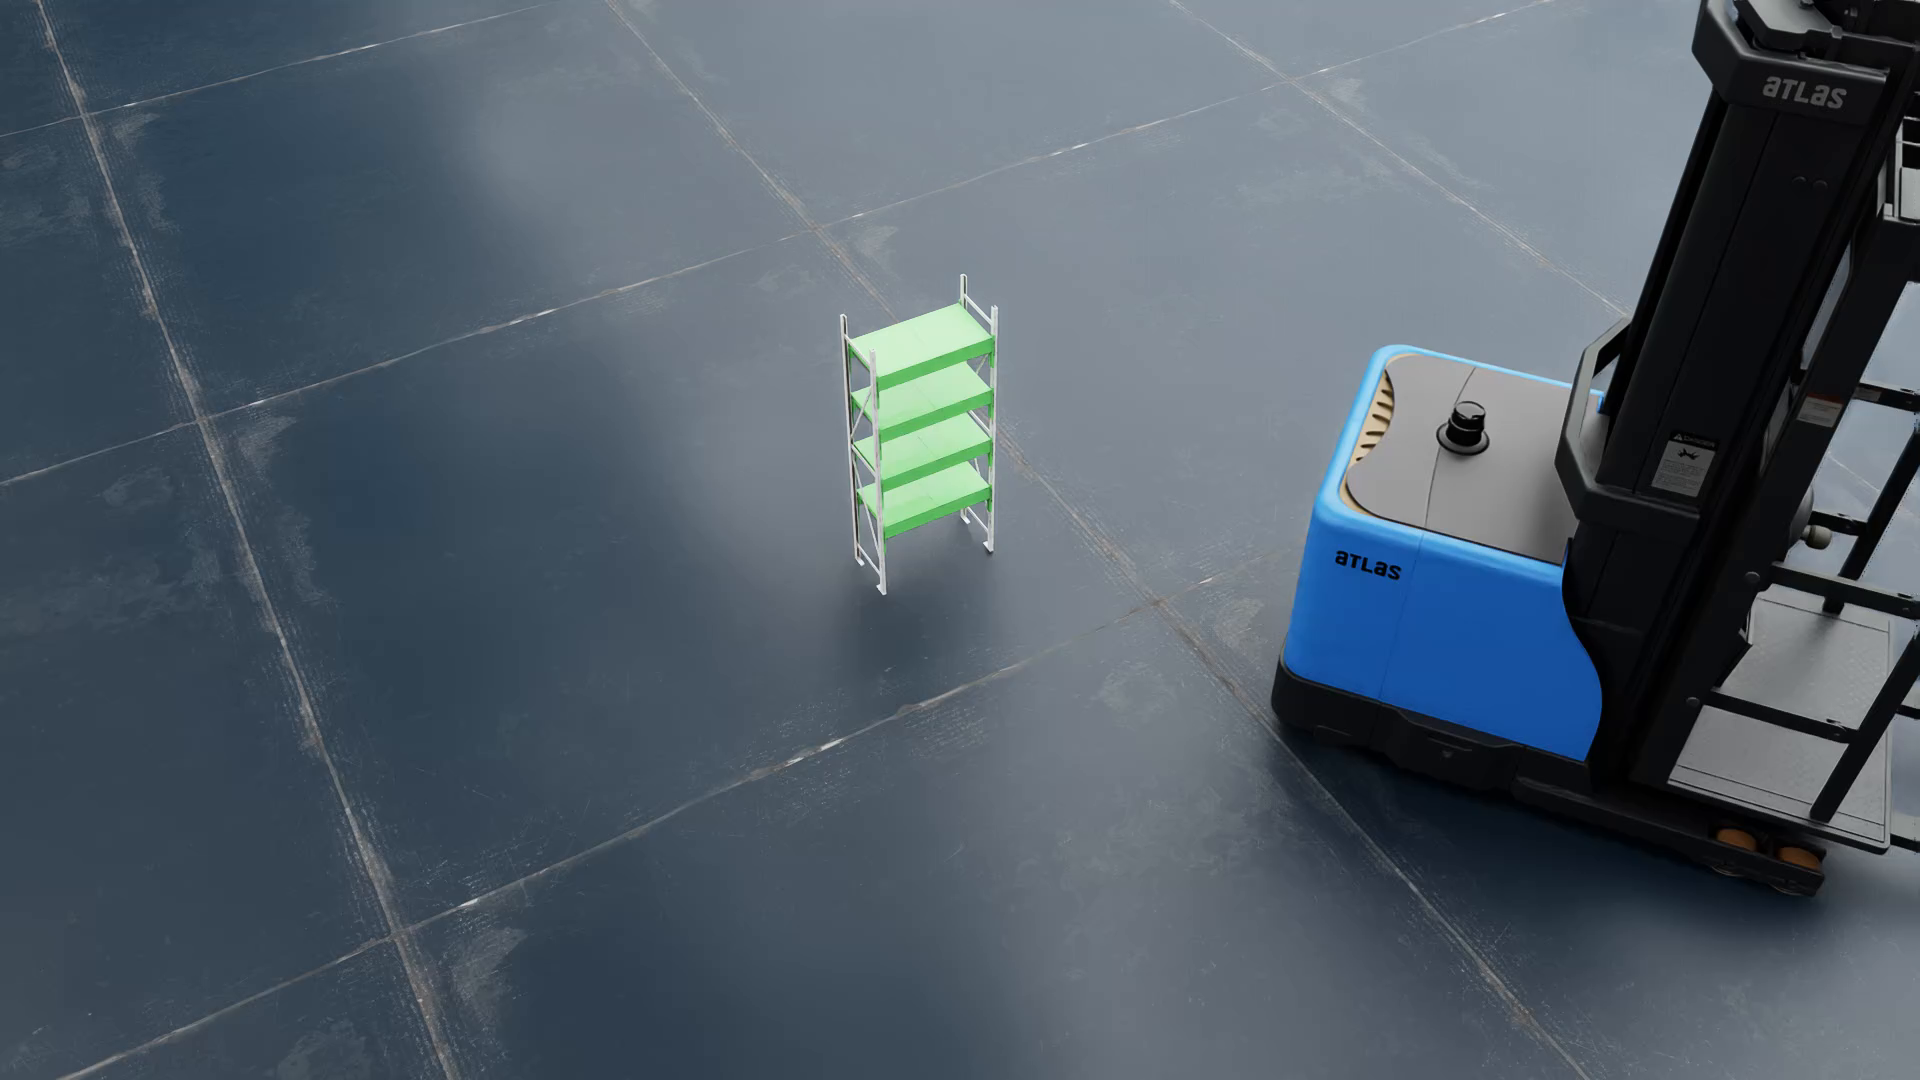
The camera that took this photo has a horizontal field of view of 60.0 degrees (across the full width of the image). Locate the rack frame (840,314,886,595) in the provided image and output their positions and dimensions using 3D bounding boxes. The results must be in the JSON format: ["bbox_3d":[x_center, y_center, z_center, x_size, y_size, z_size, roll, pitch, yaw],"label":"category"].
[{"bbox_3d":[-0.355,-0.288,6.186,0.015,1.200,0.240,-22,48,-21],"label":"rack frame"}]

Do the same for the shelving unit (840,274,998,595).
[{"bbox_3d":[-0.144,-0.373,6.273,0.503,1.200,0.258,-22,48,-21],"label":"shelving unit"}]

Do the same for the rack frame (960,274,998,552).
[{"bbox_3d":[0.068,-0.458,6.360,0.015,1.200,0.240,-22,48,-21],"label":"rack frame"}]

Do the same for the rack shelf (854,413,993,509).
[{"bbox_3d":[-0.144,-0.327,6.317,0.480,0.148,0.258,-22,48,-21],"label":"rack shelf"}]

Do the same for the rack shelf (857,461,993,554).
[{"bbox_3d":[-0.144,-0.155,6.485,0.480,0.148,0.258,-22,48,-21],"label":"rack shelf"}]

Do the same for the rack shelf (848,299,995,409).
[{"bbox_3d":[-0.144,-0.672,5.983,0.480,0.148,0.258,-22,48,-21],"label":"rack shelf"}]

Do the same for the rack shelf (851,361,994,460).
[{"bbox_3d":[-0.144,-0.500,6.150,0.480,0.148,0.258,-22,48,-21],"label":"rack shelf"}]

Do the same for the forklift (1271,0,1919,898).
[{"bbox_3d":[2.695,-0.295,4.950,3.031,2.935,1.130,16,46,16],"label":"forklift"}]
